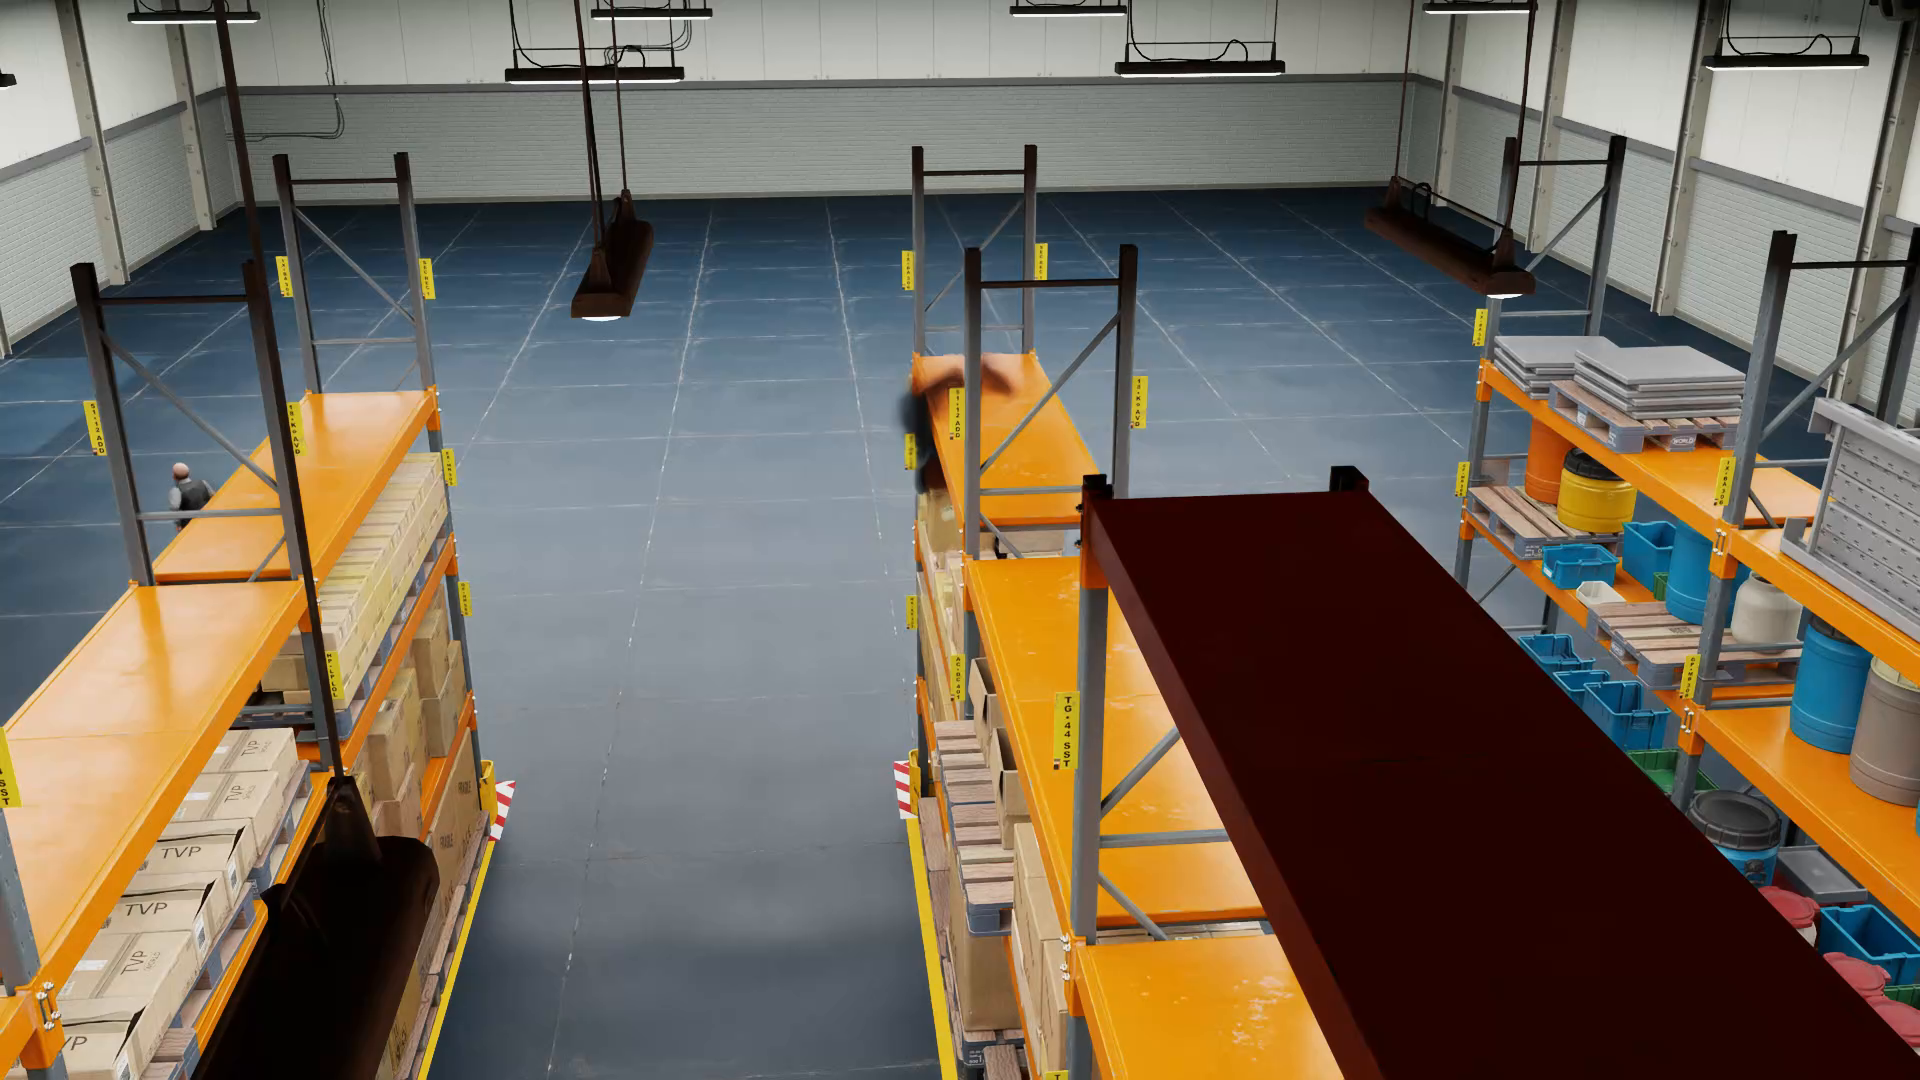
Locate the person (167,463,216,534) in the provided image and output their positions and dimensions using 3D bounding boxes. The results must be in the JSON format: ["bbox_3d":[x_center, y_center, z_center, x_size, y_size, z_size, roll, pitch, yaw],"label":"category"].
[{"bbox_3d":[-8.859,-0.023,19.426,1.013,1.731,0.657,20,29,41],"label":"person"}]
